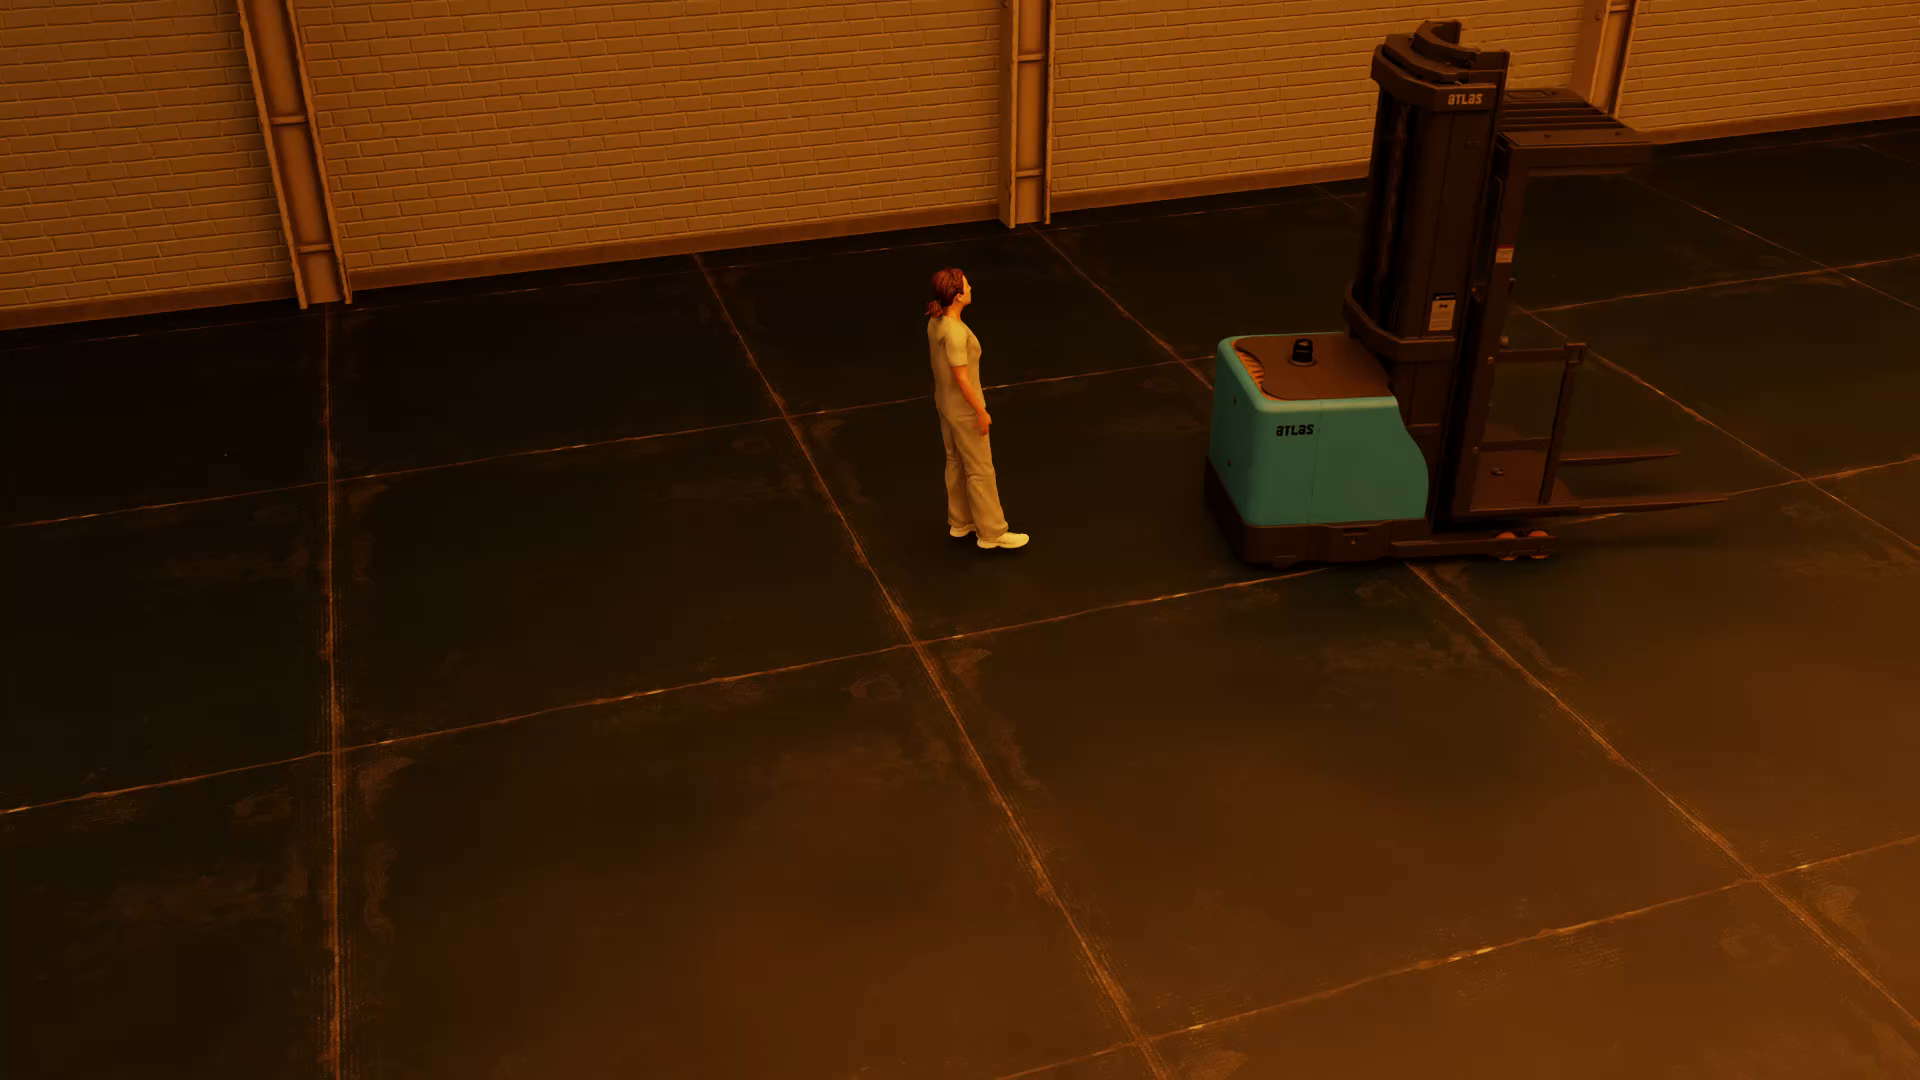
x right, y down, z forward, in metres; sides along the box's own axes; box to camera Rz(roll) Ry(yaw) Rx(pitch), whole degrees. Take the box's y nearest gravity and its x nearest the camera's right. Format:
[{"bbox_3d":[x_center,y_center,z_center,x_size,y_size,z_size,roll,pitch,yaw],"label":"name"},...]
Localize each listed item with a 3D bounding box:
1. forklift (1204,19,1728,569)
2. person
[{"bbox_3d":[3.084,-1.407,9.532,3.031,2.935,1.130,-3,30,-5],"label":"forklift"},{"bbox_3d":[0.074,-0.773,9.593,0.549,1.675,0.549,-10,31,-16],"label":"person"}]
